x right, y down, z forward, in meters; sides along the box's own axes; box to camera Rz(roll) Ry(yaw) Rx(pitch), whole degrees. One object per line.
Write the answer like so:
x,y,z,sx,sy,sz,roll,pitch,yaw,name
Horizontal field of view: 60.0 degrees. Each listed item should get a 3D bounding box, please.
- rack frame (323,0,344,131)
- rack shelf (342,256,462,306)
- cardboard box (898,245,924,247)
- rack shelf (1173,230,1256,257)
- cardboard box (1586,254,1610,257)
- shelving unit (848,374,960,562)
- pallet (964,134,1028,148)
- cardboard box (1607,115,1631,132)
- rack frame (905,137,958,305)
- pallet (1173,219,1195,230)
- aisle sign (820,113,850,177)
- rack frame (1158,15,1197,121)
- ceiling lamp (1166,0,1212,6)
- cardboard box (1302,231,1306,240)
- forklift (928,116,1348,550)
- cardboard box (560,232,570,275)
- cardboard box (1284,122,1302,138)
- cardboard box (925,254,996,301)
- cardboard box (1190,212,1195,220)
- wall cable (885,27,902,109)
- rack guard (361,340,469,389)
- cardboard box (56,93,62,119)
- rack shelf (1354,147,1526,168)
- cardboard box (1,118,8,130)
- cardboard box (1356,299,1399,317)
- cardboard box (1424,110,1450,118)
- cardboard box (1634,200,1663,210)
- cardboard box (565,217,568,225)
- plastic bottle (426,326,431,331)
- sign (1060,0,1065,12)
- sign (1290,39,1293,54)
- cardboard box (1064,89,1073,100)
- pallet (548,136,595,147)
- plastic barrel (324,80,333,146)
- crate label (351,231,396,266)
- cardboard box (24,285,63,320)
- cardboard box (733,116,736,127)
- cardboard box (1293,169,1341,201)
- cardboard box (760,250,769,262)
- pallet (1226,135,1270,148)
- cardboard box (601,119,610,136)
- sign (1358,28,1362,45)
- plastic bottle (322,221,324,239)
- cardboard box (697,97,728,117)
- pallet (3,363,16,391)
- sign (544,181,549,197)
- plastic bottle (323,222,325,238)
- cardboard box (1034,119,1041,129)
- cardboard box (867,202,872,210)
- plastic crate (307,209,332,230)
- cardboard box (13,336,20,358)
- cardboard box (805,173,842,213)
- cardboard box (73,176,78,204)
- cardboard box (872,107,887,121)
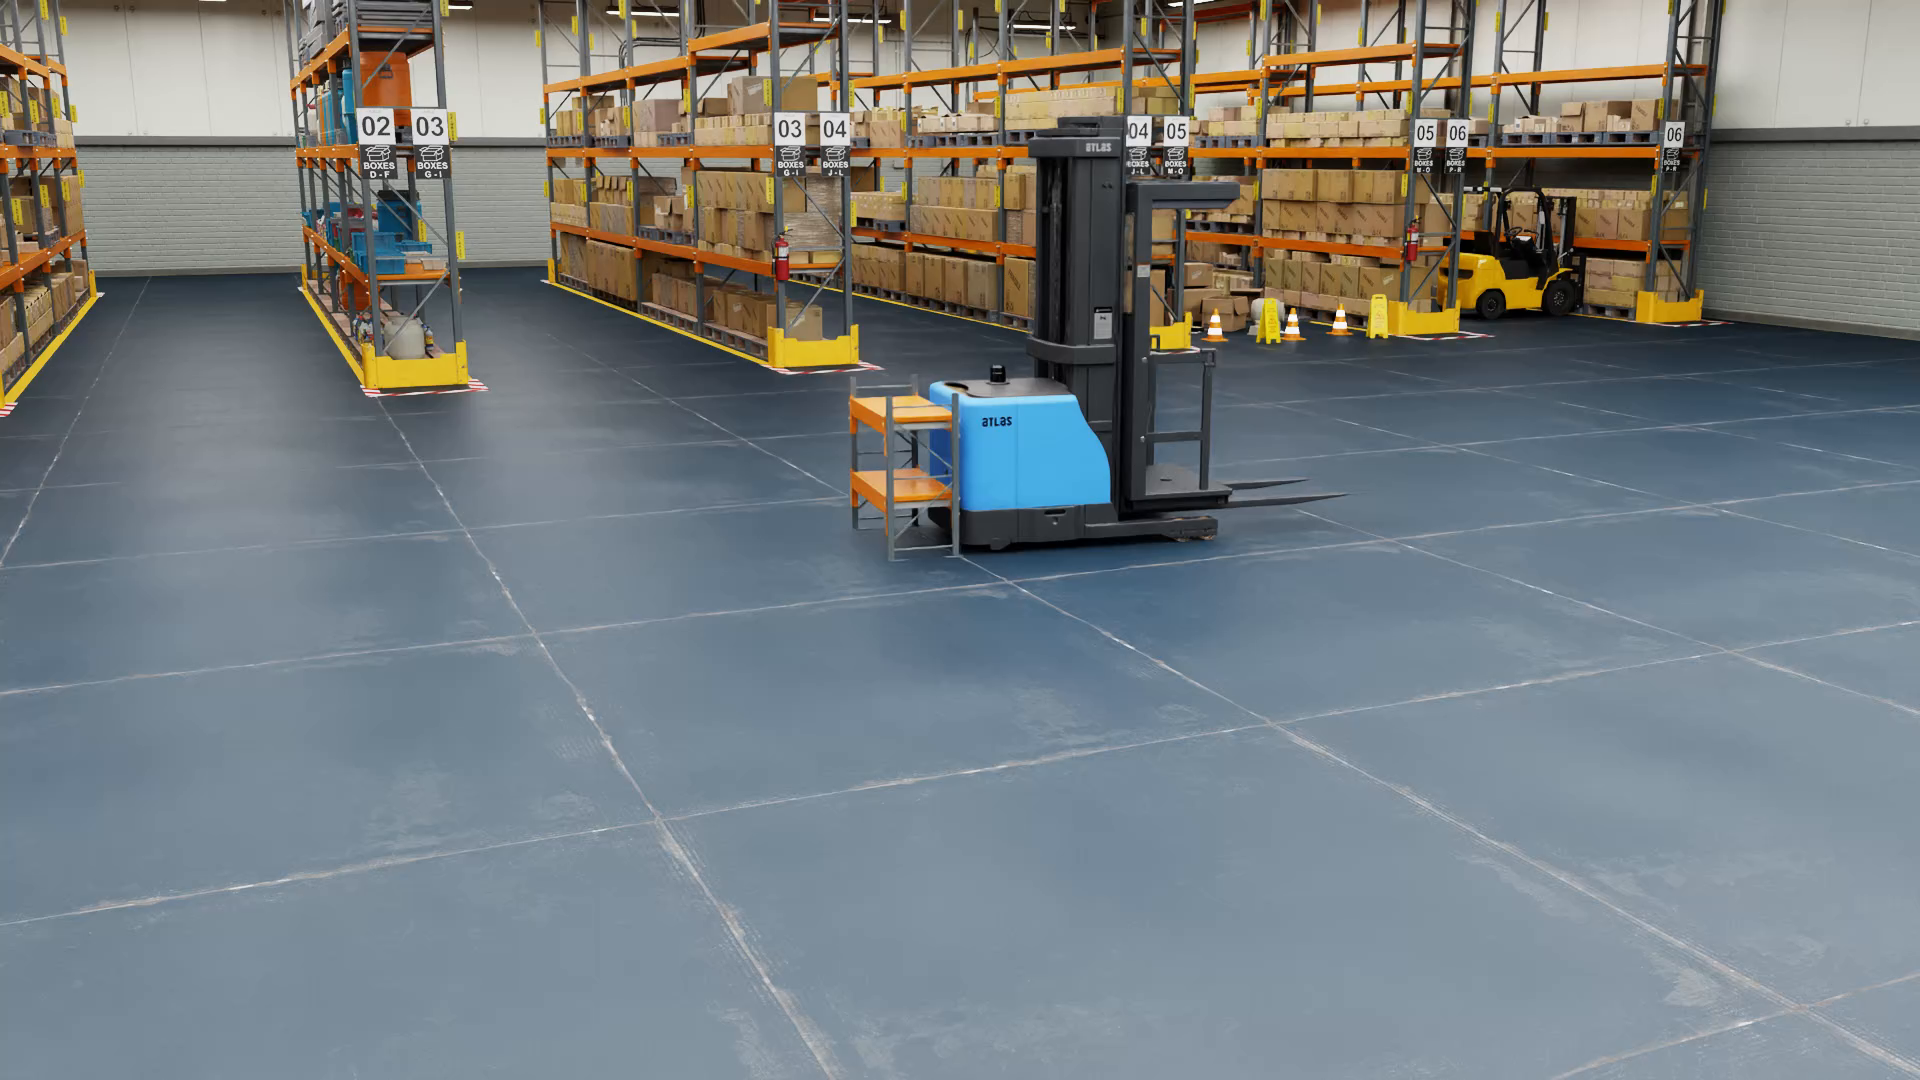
-8.032,-7.060,22.415,1.000,3.000,0.127,-6,14,-23,rack frame
-7.231,-3.373,21.387,1.077,0.370,4.000,-6,14,-23,rack shelf
-0.955,-5.562,32.200,0.500,0.250,0.500,-6,14,-23,cardboard box
4.785,-5.542,30.759,1.077,0.370,4.000,-6,14,-23,rack shelf
11.123,-4.884,29.270,0.500,0.250,0.500,-6,14,-24,cardboard box
-0.401,-0.527,11.654,0.538,1.125,1.048,-4,14,-17,shelving unit
0.679,-6.564,27.353,0.805,0.209,1.217,-6,14,-25,pallet
11.024,-6.947,27.728,0.396,0.266,0.258,-6,14,-23,cardboard box
-0.511,-5.838,30.441,1.000,3.000,0.127,-6,14,-23,rack frame
4.367,-6.075,31.890,1.213,0.211,1.003,-6,14,-23,pallet
-1.592,-5.039,21.223,0.394,0.787,0.004,-6,14,-23,aisle sign
5.326,-11.330,40.868,1.000,3.000,0.127,-6,14,-23,rack frame
5.251,-12.976,35.033,0.800,3.185,2.000,-6,14,-23,ceiling lamp
5.905,-5.057,27.623,0.380,0.149,0.250,-6,14,-23,cardboard box
1.338,-1.525,11.960,3.031,2.935,1.130,-4,14,-16,forklift
-7.971,-6.108,35.389,0.875,0.875,0.875,-6,14,-23,cardboard box
5.727,-6.791,27.581,0.500,0.250,0.500,-6,14,-23,cardboard box
0.004,-4.632,29.289,1.050,0.750,0.750,-5,14,-22,cardboard box
4.502,-6.026,30.878,0.380,0.149,0.250,-5,14,-21,cardboard box
-1.757,-12.031,43.895,0.463,3.000,0.029,-6,14,-23,wall cable
-6.503,-2.104,19.852,1.175,0.500,0.348,-6,14,-23,rack guard
-17.158,-8.062,30.959,0.700,0.500,0.500,-6,14,-23,cardboard box
9.332,-7.453,32.361,1.077,0.370,4.000,-6,14,-23,rack shelf
-13.496,-5.795,23.005,0.500,0.250,0.500,-6,14,-24,cardboard box
6.609,-3.666,26.222,0.500,0.250,0.500,-6,14,-23,cardboard box
7.233,-6.472,25.318,0.380,0.149,0.250,-6,14,-23,cardboard box
11.340,-5.513,27.378,0.380,0.149,0.250,-5,14,-22,cardboard box
-7.843,-6.520,33.947,0.380,0.149,0.250,-6,14,-24,cardboard box
-6.944,-2.653,21.727,0.061,0.283,0.133,-5,14,-22,plastic bottle
1.610,-8.511,26.265,0.100,0.325,0.005,-6,14,-23,sign
7.435,-11.088,37.396,0.100,0.325,0.005,-6,14,-23,sign
1.739,-6.467,24.144,0.380,0.149,0.250,-6,14,-24,cardboard box
-7.994,-8.329,34.750,1.003,0.211,1.213,-6,14,-23,pallet
-8.696,-6.063,23.650,0.600,0.901,0.600,0,13,0,plastic barrel
-7.415,-3.684,21.054,0.502,0.435,0.616,-6,14,-23,crate label
-14.095,-3.633,25.483,0.500,0.500,0.500,-5,14,-21,cardboard box
-2.870,-5.700,22.641,0.380,0.149,0.250,-6,15,-26,cardboard box
5.925,-5.836,27.334,0.700,0.500,0.500,-6,14,-24,cardboard box
-2.441,-3.774,22.083,0.380,0.149,0.250,-6,14,-23,cardboard box
5.437,-6.986,29.168,1.213,0.211,1.003,-6,14,-23,pallet
-6.341,-7.625,30.776,0.500,0.311,0.500,-6,14,-25,cardboard box
8.038,-10.120,33.392,0.100,0.325,0.005,-6,14,-23,sign
-10.772,-5.253,28.174,0.061,0.283,0.133,-6,14,-23,plastic bottle
-3.591,-6.407,25.086,0.797,0.503,0.637,-6,14,-26,cardboard box
-11.799,-1.911,19.659,1.003,0.211,1.213,-6,14,-23,pallet
-8.811,-7.475,35.419,0.100,0.325,0.005,-6,14,-23,sign
-10.645,-5.188,27.890,0.061,0.283,0.133,-6,14,-23,plastic bottle
1.335,-6.288,25.136,0.380,0.149,0.250,-6,14,-24,cardboard box
-1.539,-6.338,31.570,0.380,0.149,0.250,-6,14,-23,cardboard box
-11.736,-5.877,30.512,0.392,0.384,0.575,-6,14,-23,plastic crate
-11.995,-2.375,20.646,0.500,0.250,0.500,-6,14,-23,cardboard box
-1.862,-4.577,21.894,0.500,0.500,0.500,-6,14,-23,cardboard box
-16.533,-6.427,30.548,0.500,0.500,0.500,-5,14,-21,cardboard box
-1.445,-8.045,31.405,0.396,0.266,0.258,-6,14,-23,cardboard box
